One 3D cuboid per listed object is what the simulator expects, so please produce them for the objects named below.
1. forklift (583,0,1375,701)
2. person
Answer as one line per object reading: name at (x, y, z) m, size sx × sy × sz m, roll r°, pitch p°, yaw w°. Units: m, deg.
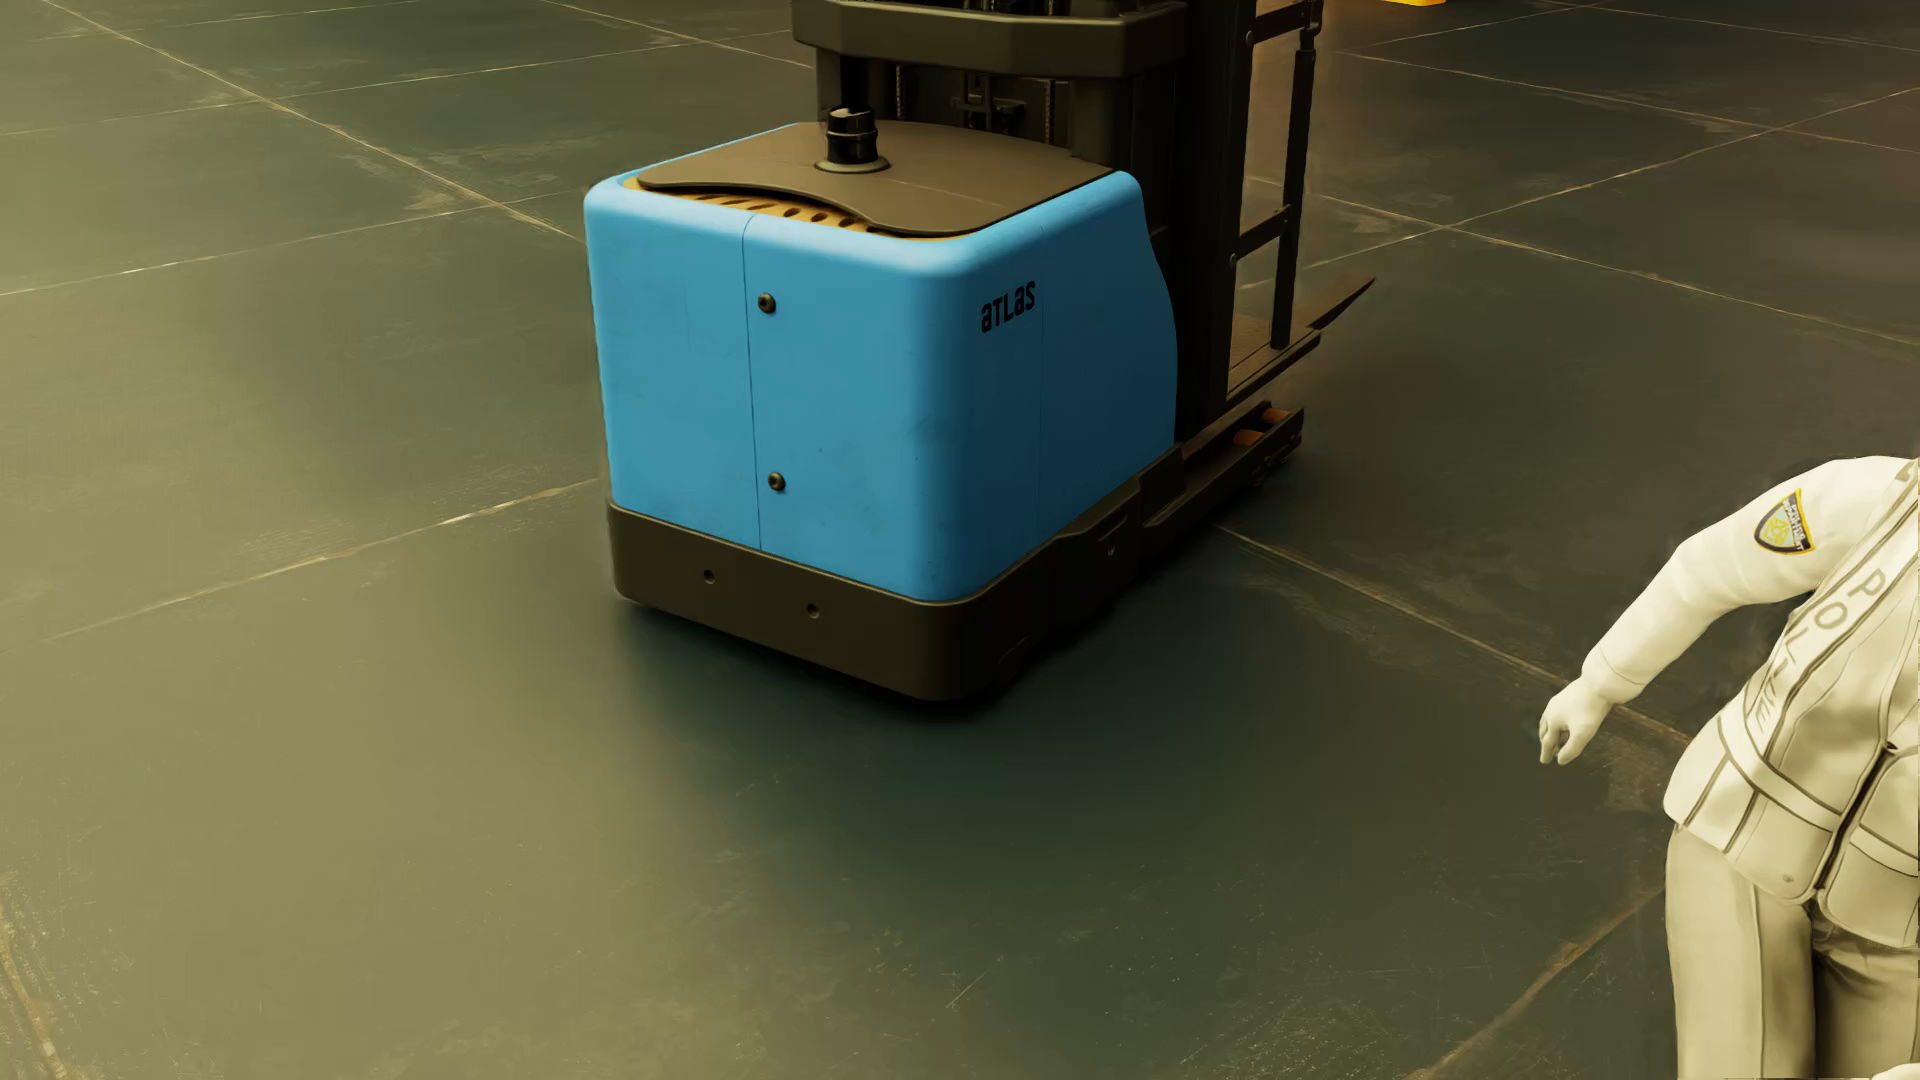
forklift at (0.367, -1.569, 4.366) m, size 1.130 × 2.935 × 3.031 m, roll 16°, pitch 31°, yaw 29°
person at (0.943, 0.461, 1.877) m, size 0.701 × 1.525 × 0.729 m, roll 14°, pitch 30°, yaw 26°
